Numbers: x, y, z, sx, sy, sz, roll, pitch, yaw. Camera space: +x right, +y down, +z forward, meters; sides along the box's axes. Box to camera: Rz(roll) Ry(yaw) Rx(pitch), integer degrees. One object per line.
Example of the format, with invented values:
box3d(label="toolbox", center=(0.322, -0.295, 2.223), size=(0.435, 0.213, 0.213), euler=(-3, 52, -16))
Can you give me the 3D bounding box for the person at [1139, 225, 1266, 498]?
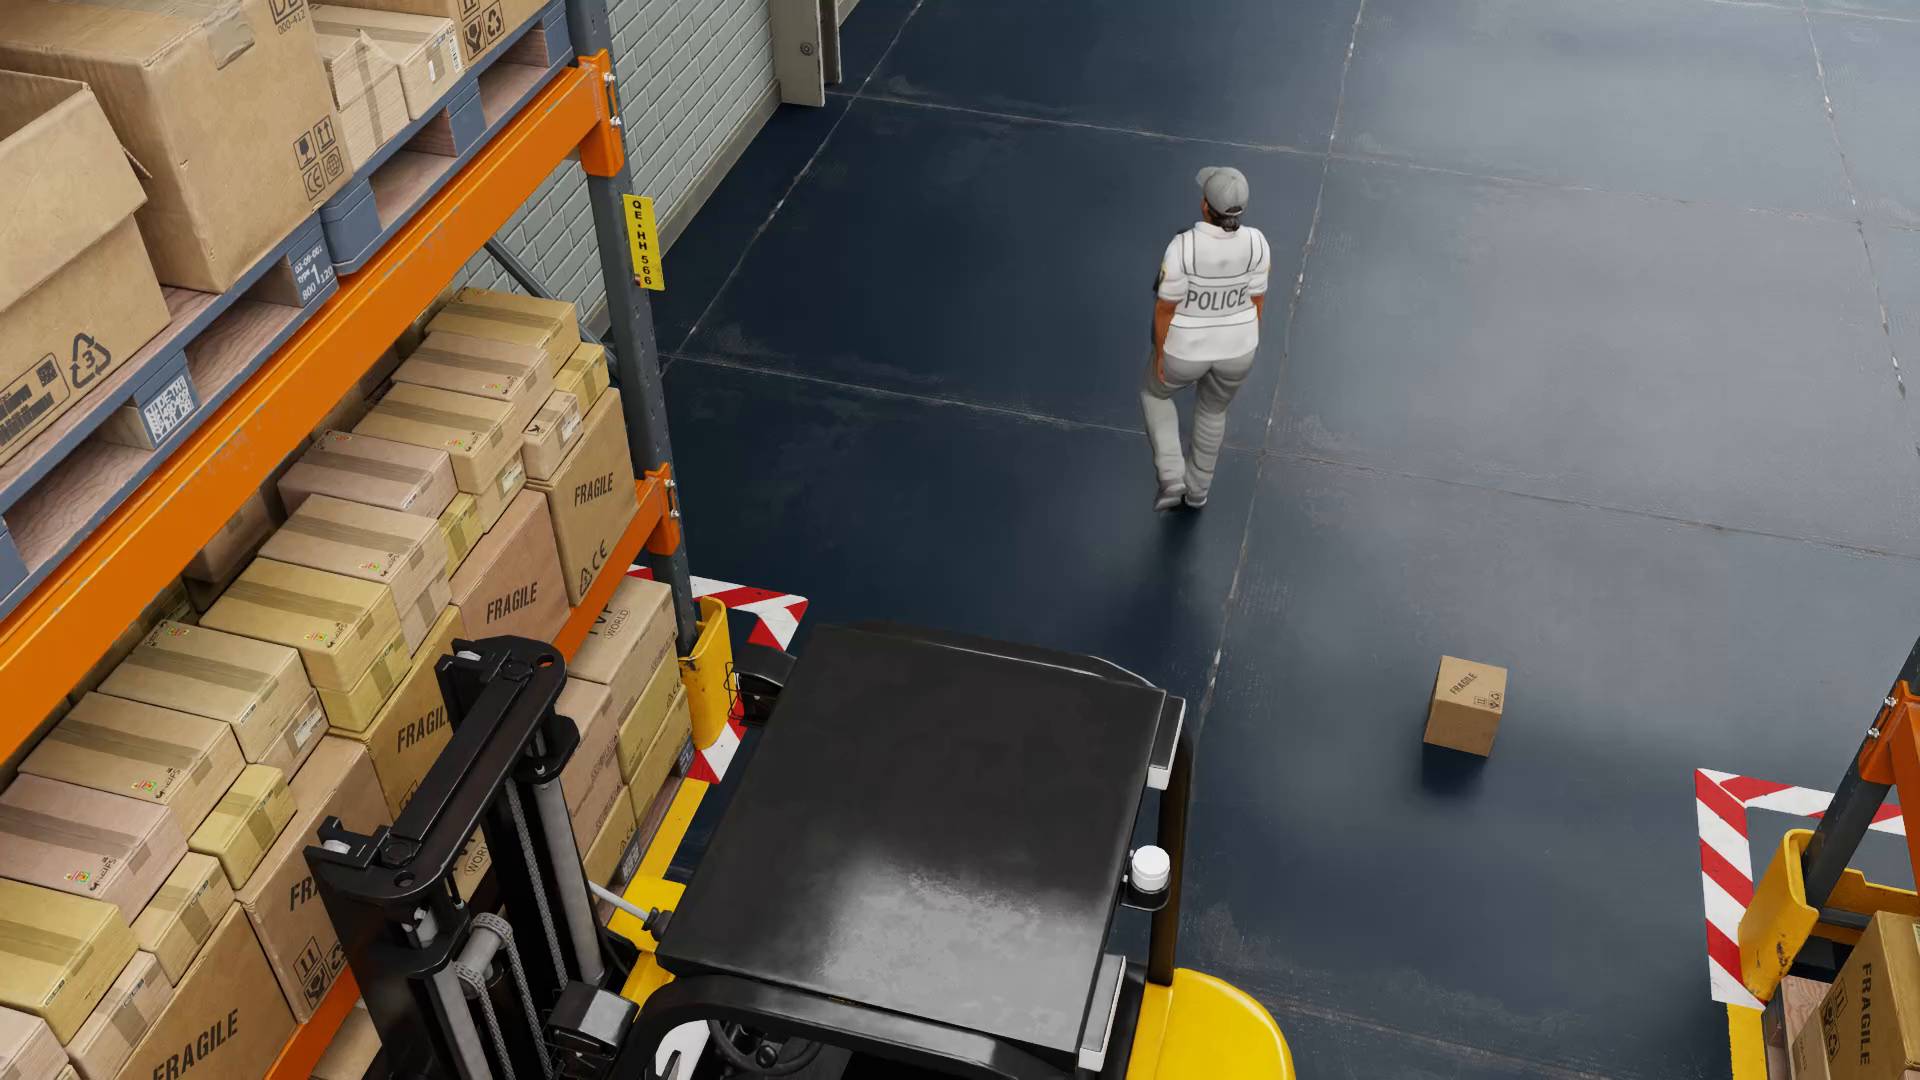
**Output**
box3d(label="person", center=(1.034, -0.770, 7.129), size=(0.452, 1.357, 0.437), euler=(-4, 41, -4))
